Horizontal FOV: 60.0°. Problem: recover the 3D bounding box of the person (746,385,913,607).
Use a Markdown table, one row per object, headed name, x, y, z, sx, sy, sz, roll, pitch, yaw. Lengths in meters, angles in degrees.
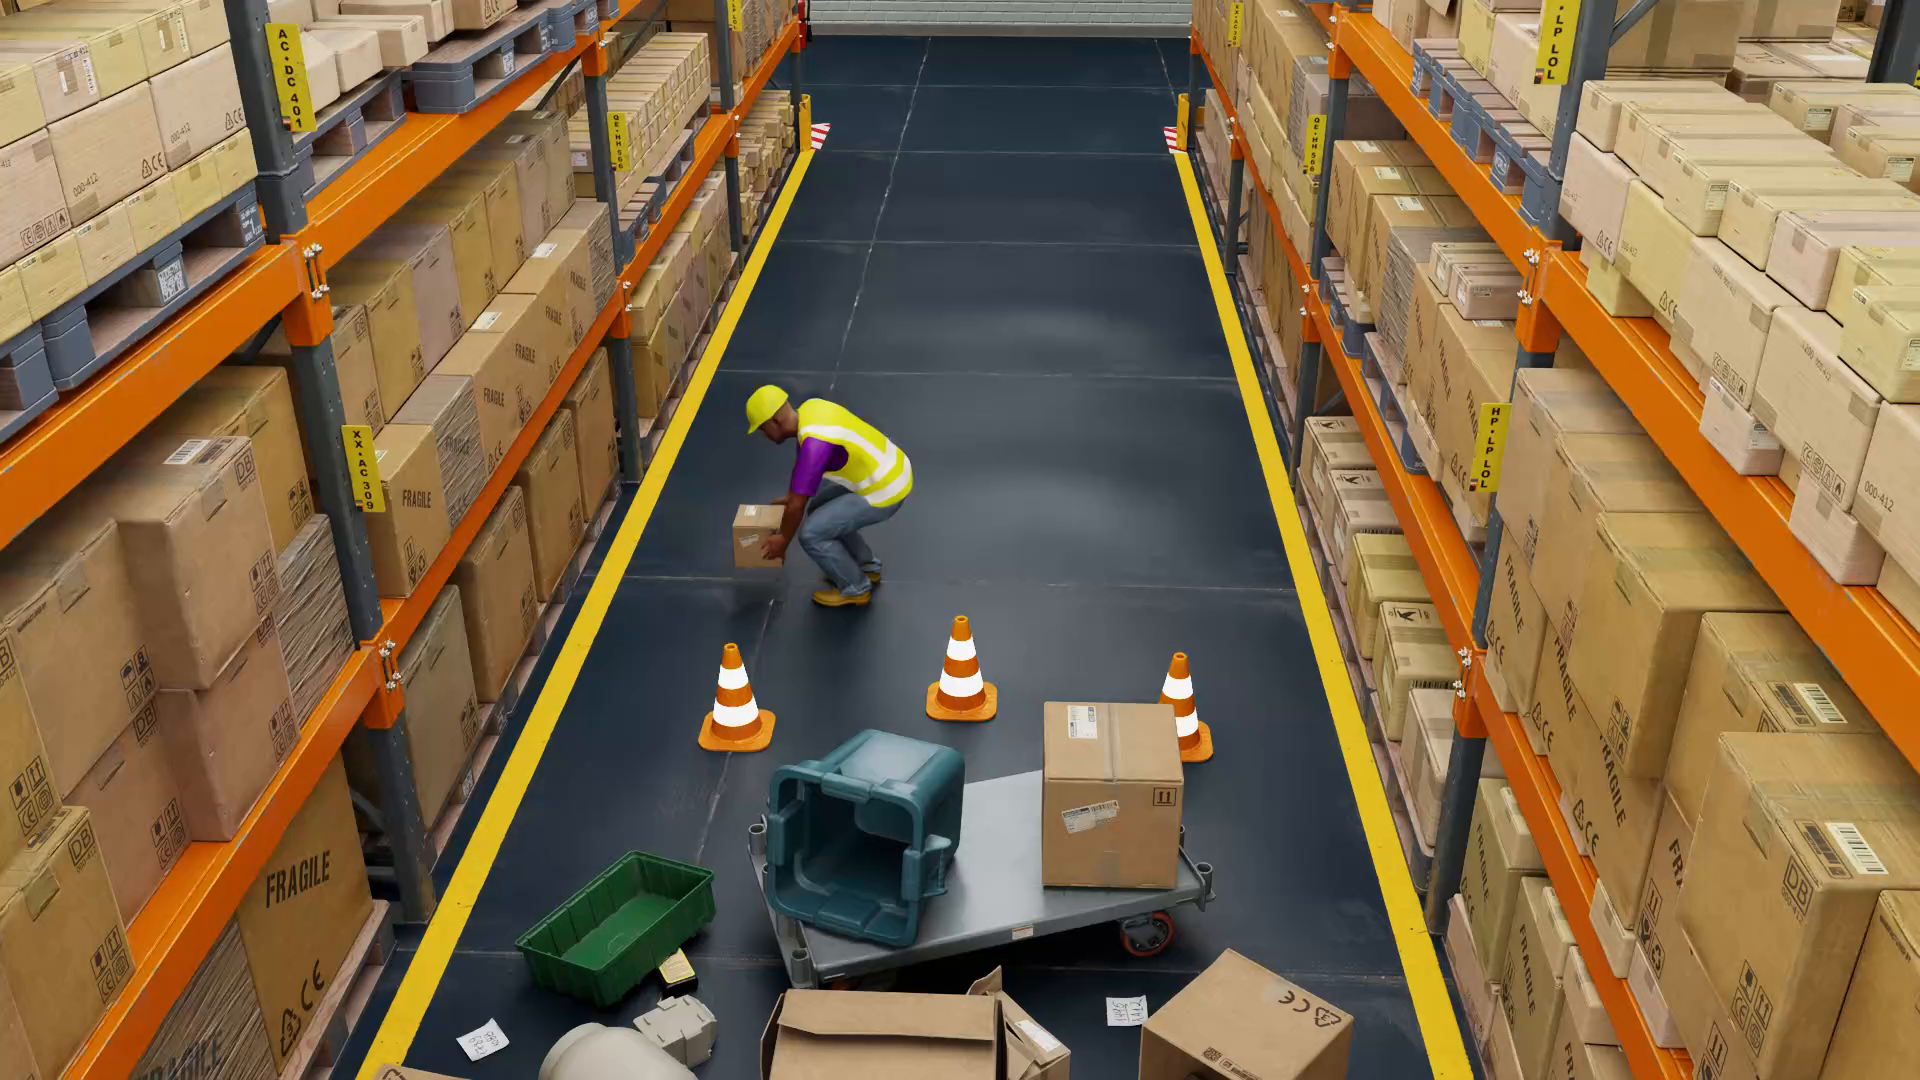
| name | x | y | z | sx | sy | sz | roll | pitch | yaw |
| --- | --- | --- | --- | --- | --- | --- | --- | --- | --- |
| person | -0.666 | -0.239 | 8.652 | 0.839 | 1.207 | 0.620 | 1 | 28 | 2 |
